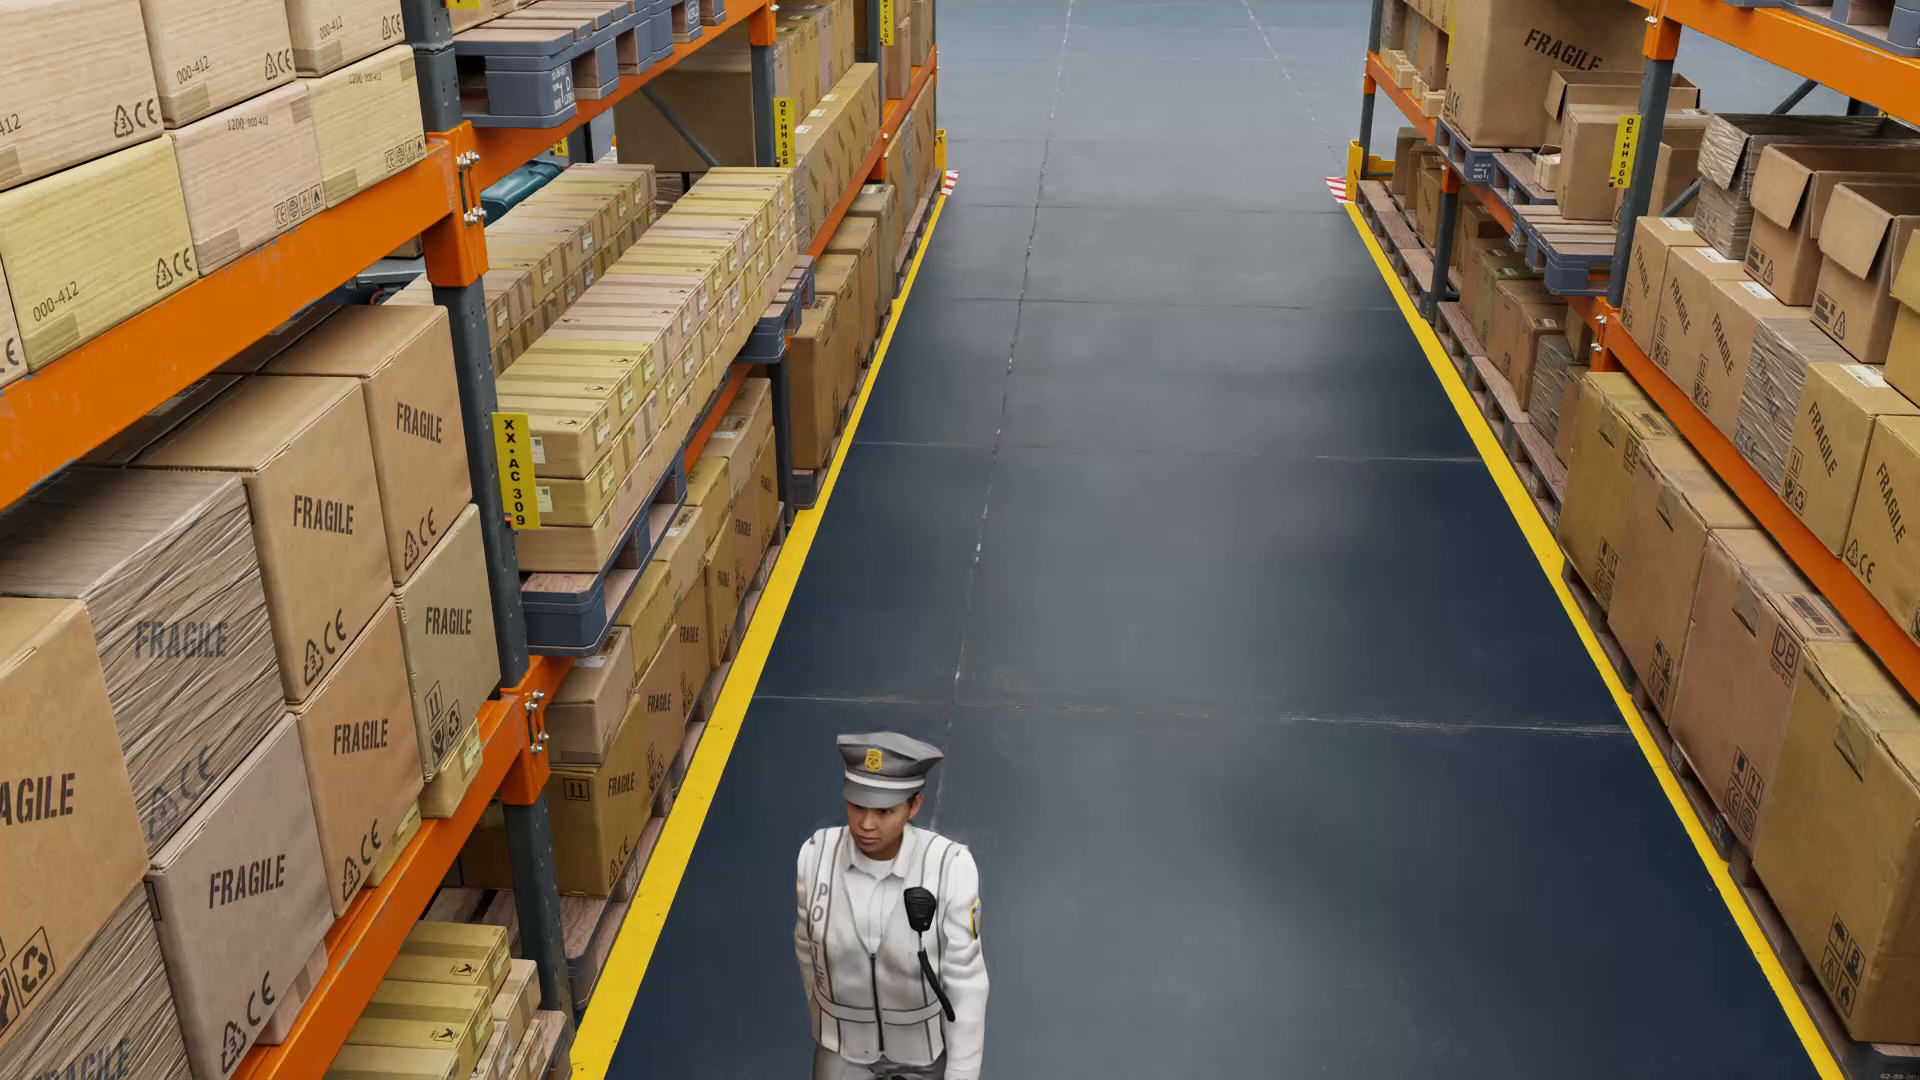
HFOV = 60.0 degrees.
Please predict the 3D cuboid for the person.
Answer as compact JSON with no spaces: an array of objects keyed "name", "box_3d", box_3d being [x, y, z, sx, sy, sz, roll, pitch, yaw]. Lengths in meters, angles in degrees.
[{"name":"person","box_3d":[-0.176,1.250,3.871,0.480,1.717,0.779,2,25,4]}]
